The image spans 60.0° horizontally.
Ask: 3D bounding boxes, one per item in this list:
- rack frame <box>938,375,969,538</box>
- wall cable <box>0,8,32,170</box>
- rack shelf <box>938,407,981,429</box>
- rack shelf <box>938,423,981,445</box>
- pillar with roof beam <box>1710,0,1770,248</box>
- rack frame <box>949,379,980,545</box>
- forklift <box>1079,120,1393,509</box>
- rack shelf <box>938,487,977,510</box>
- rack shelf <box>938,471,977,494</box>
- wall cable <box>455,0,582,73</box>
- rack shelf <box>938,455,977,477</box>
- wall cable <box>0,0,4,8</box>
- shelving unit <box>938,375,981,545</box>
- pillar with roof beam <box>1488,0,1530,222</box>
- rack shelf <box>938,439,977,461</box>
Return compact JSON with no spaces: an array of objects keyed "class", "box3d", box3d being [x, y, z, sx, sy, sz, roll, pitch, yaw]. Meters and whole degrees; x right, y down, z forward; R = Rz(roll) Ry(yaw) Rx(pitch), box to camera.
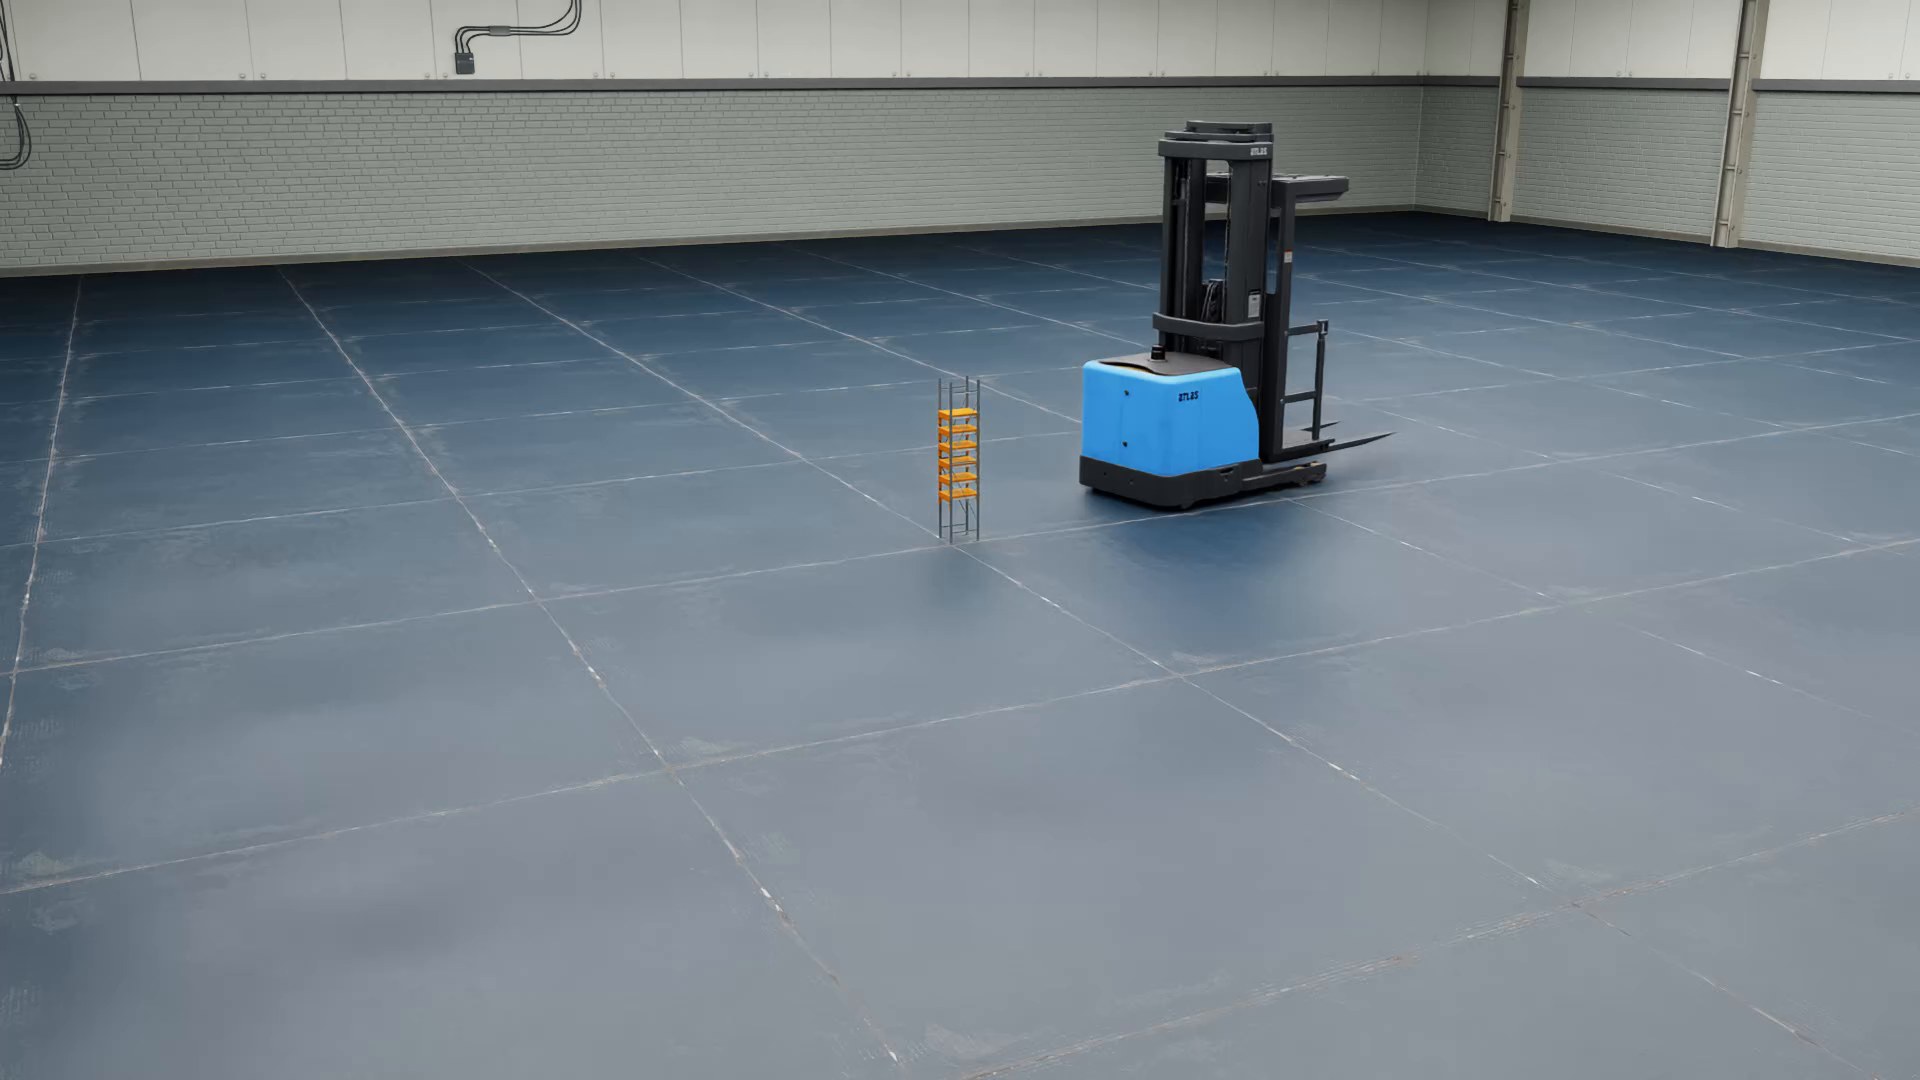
[{"class":"rack frame","box3d":[-0.046,-0.603,12.177,0.240,1.200,0.006,-8,18,-25]},{"class":"wall cable","box3d":[-16.417,-7.023,26.038,3.097,2.526,0.112,-8,18,-25]},{"class":"rack shelf","box3d":[-0.006,-0.884,12.011,0.258,0.103,0.180,-8,18,-25]},{"class":"rack shelf","box3d":[-0.006,-0.768,12.044,0.258,0.103,0.180,-8,18,-25]},{"class":"pillar with roof beam","box3d":[10.759,-9.424,28.775,9.100,9.000,0.400,-8,18,-25]},{"class":"rack frame","box3d":[0.034,-0.558,12.019,0.240,1.200,0.006,-8,18,-25]},{"class":"forklift","box3d":[2.447,-1.958,13.761,3.031,2.935,1.130,-12,20,-37]},{"class":"rack shelf","box3d":[-0.006,-0.307,12.176,0.258,0.103,0.180,-8,18,-25]},{"class":"rack shelf","box3d":[-0.006,-0.422,12.143,0.258,0.103,0.180,-8,18,-25]},{"class":"wall cable","box3d":[-7.877,-11.293,29.125,2.305,6.003,0.169,-8,18,-25]},{"class":"rack shelf","box3d":[-0.006,-0.538,12.110,0.258,0.103,0.180,-8,18,-25]},{"class":"wall cable","box3d":[-13.986,-9.777,26.481,3.097,2.526,0.112,-8,18,-25]},{"class":"shelving unit","box3d":[-0.006,-0.580,12.098,0.258,1.200,0.189,-8,18,-25]},{"class":"pillar with roof beam","box3d":[8.131,-10.911,33.959,9.100,9.000,0.400,-8,18,-25]},{"class":"rack shelf","box3d":[-0.006,-0.653,12.077,0.258,0.103,0.180,-8,18,-25]}]
